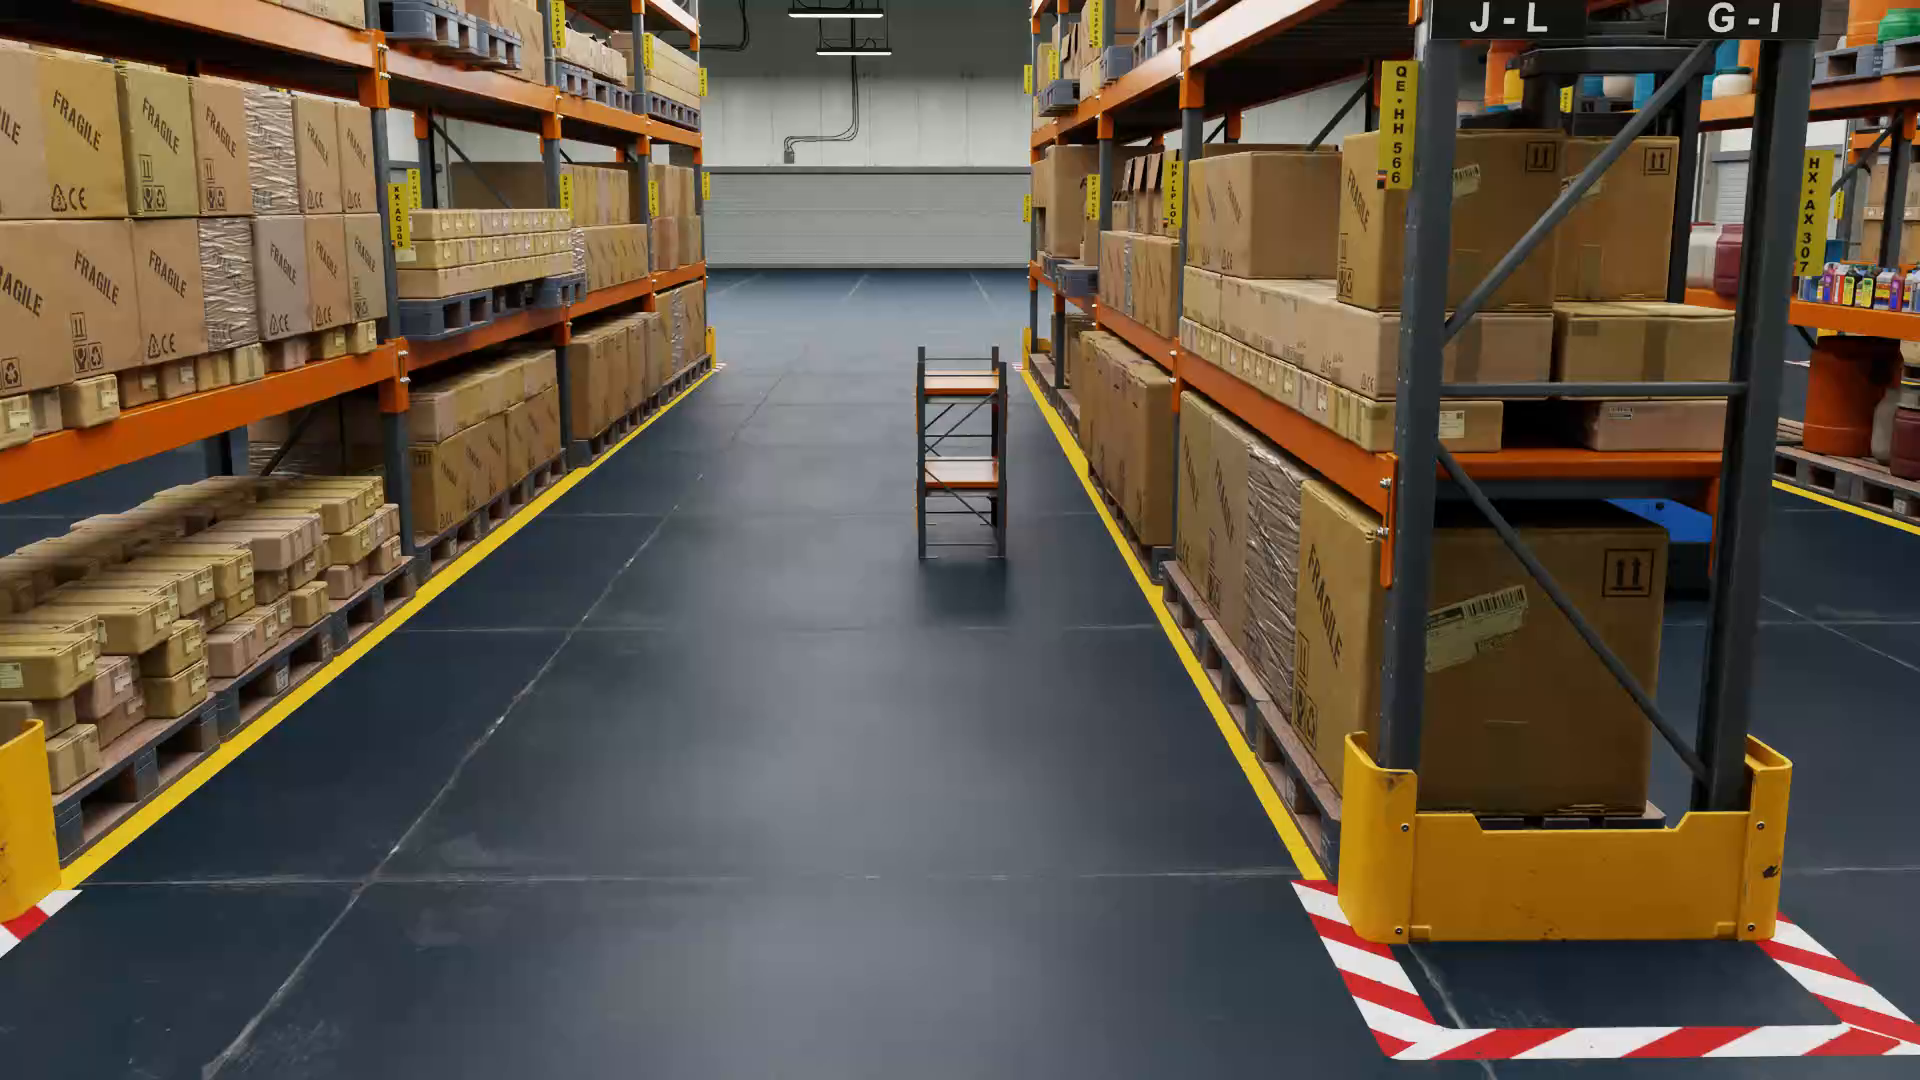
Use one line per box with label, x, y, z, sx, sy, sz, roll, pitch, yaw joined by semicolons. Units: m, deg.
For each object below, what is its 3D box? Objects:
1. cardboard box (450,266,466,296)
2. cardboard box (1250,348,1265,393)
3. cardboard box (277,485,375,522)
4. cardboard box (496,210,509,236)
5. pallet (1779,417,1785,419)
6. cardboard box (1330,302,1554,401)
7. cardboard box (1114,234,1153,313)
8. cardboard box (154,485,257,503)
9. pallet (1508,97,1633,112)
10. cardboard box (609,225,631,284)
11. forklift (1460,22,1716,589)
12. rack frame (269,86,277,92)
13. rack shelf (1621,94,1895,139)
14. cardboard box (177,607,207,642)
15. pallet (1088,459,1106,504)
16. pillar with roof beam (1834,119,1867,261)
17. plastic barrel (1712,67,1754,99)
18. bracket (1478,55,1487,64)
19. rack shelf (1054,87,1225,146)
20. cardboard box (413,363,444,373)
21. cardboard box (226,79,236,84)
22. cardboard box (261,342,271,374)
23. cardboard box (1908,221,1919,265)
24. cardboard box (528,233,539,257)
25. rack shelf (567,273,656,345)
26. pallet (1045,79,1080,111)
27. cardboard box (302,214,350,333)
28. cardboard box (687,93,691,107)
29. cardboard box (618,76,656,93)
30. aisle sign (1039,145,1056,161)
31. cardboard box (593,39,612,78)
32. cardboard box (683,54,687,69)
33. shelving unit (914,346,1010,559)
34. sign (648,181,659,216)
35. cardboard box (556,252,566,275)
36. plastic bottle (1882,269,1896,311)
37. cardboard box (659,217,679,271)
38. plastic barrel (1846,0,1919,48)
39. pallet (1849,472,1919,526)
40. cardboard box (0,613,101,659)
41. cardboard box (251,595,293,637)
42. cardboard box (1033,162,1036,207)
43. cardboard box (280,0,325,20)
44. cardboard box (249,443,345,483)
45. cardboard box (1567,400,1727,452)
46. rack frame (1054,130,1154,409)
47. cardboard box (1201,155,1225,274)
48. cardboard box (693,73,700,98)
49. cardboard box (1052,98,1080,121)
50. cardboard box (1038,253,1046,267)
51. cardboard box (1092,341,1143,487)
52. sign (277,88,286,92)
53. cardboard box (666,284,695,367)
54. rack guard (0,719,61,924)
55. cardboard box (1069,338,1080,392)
cardboard box;-2.915;-1.411;9.047;0.380;0.149;0.250;0;11;0
cardboard box;1.321;-0.649;6.344;0.380;0.149;0.250;0;11;0
cardboard box;-3.043;-0.173;7.987;0.380;0.149;0.250;0;11;0
cardboard box;-2.931;-1.905;9.983;0.380;0.149;0.250;0;11;1
pallet;6.476;-1.039;14.647;1.003;0.211;1.213;0;11;-1
cardboard box;1.413;-0.566;4.934;0.500;0.250;0.500;0;11;-2
cardboard box;1.288;-1.736;10.819;0.500;0.500;0.500;0;11;-2
cardboard box;-3.609;-0.169;7.967;0.380;0.149;0.250;0;11;2
pallet;6.280;-4.325;16.763;1.213;0.211;1.003;0;11;-1
cardboard box;-3.222;-2.529;14.729;0.500;0.500;0.500;0;11;-1
forklift;3.514;-1.419;9.681;1.130;2.935;3.031;0;11;1
rack frame;-8.550;-6.478;19.359;1.000;3.000;0.127;0;11;-1
rack shelf;6.434;-3.524;14.151;1.077;0.370;4.000;0;11;-1
cardboard box;-3.067;0.335;6.227;0.380;0.149;0.250;-1;11;-4
pallet;1.464;-0.465;11.821;1.003;0.211;1.213;0;11;-1
pillar with roof beam;12.542;-8.812;30.863;9.100;9.000;0.400;0;11;-1
plastic barrel;6.215;-3.663;13.375;0.301;0.262;0.301;0;11;0
bracket;16.062;-14.724;50.951;0.235;0.232;0.430;0;11;-1
rack shelf;1.482;-3.504;14.051;1.077;0.370;4.000;0;11;-1
cardboard box;-3.658;-0.999;10.786;0.500;0.250;0.500;0;11;-1
cardboard box;-8.304;-5.057;18.525;0.380;0.149;0.250;0;11;-1
cardboard box;-3.087;-0.754;6.864;0.380;0.149;0.250;0;11;-2
cardboard box;11.279;-3.372;18.884;0.700;0.500;0.500;0;11;-1
cardboard box;-2.950;-1.916;10.787;0.380;0.149;0.250;0;11;-2
rack shelf;-3.479;-2.033;14.347;1.077;0.370;4.000;0;11;-1
pallet;1.371;-3.833;14.334;1.213;0.211;1.003;0;11;-1
cardboard box;-3.053;-1.190;7.380;0.500;0.500;0.500;-1;11;-3
cardboard box;-3.242;-4.964;18.765;0.380;0.149;0.250;0;11;-1
cardboard box;-3.188;-4.459;16.274;0.380;0.149;0.250;0;11;-2
aisle sign;1.057;-4.864;19.952;0.394;0.787;0.004;0;11;-1
cardboard box;-3.264;-4.117;14.181;0.500;0.311;0.500;-1;11;-3
cardboard box;-3.237;-5.304;18.433;0.380;0.149;0.250;0;11;-1
shelving unit;0.000;-0.550;9.941;0.538;1.125;1.048;0;11;-1
sign;-2.978;-3.316;16.149;0.100;0.325;0.005;0;11;-1
cardboard box;-2.965;-1.926;11.582;0.380;0.149;0.250;0;11;-1
plastic bottle;6.155;-1.652;10.981;0.097;0.271;0.097;0;11;0
cardboard box;-3.468;-3.147;17.652;0.875;0.550;0.550;0;11;-1
plastic barrel;6.484;-3.783;11.479;0.600;0.830;0.708;0;11;-1
pallet;6.555;-0.244;10.731;1.003;0.211;1.213;0;11;-1
cardboard box;-3.070;0.342;5.448;0.380;0.149;0.250;0;11;0
cardboard box;-3.047;0.332;6.990;0.380;0.149;0.250;0;11;0
cardboard box;1.100;-4.054;18.983;0.500;0.500;0.500;0;11;-1
cardboard box;-3.076;-2.394;7.149;0.500;0.250;0.500;0;11;-1
cardboard box;-3.622;-0.320;9.324;0.500;0.500;0.500;0;11;-2
cardboard box;2.011;-0.347;4.859;0.380;0.149;0.250;0;11;-1
rack frame;1.440;-2.784;16.237;1.000;3.000;0.127;0;11;-1
cardboard box;1.362;-1.439;7.352;0.500;0.500;0.500;0;11;-1
cardboard box;-3.314;-5.280;19.316;0.500;0.250;0.500;0;11;0
cardboard box;1.170;-4.270;16.395;0.500;0.250;0.500;0;11;1
cardboard box;1.059;-3.100;18.425;0.380;0.149;0.250;0;11;-1
cardboard box;1.527;-0.839;10.937;1.225;0.875;0.875;0;11;-1
sign;-7.995;-5.441;19.561;0.100;0.325;0.005;0;11;-1
cardboard box;-3.503;-2.434;18.799;0.875;0.875;0.875;0;11;-2
rack guard;-3.274;0.812;4.801;1.175;0.500;0.348;0;11;-1
cardboard box;1.432;-1.652;15.840;0.700;0.500;0.500;-1;12;-6
